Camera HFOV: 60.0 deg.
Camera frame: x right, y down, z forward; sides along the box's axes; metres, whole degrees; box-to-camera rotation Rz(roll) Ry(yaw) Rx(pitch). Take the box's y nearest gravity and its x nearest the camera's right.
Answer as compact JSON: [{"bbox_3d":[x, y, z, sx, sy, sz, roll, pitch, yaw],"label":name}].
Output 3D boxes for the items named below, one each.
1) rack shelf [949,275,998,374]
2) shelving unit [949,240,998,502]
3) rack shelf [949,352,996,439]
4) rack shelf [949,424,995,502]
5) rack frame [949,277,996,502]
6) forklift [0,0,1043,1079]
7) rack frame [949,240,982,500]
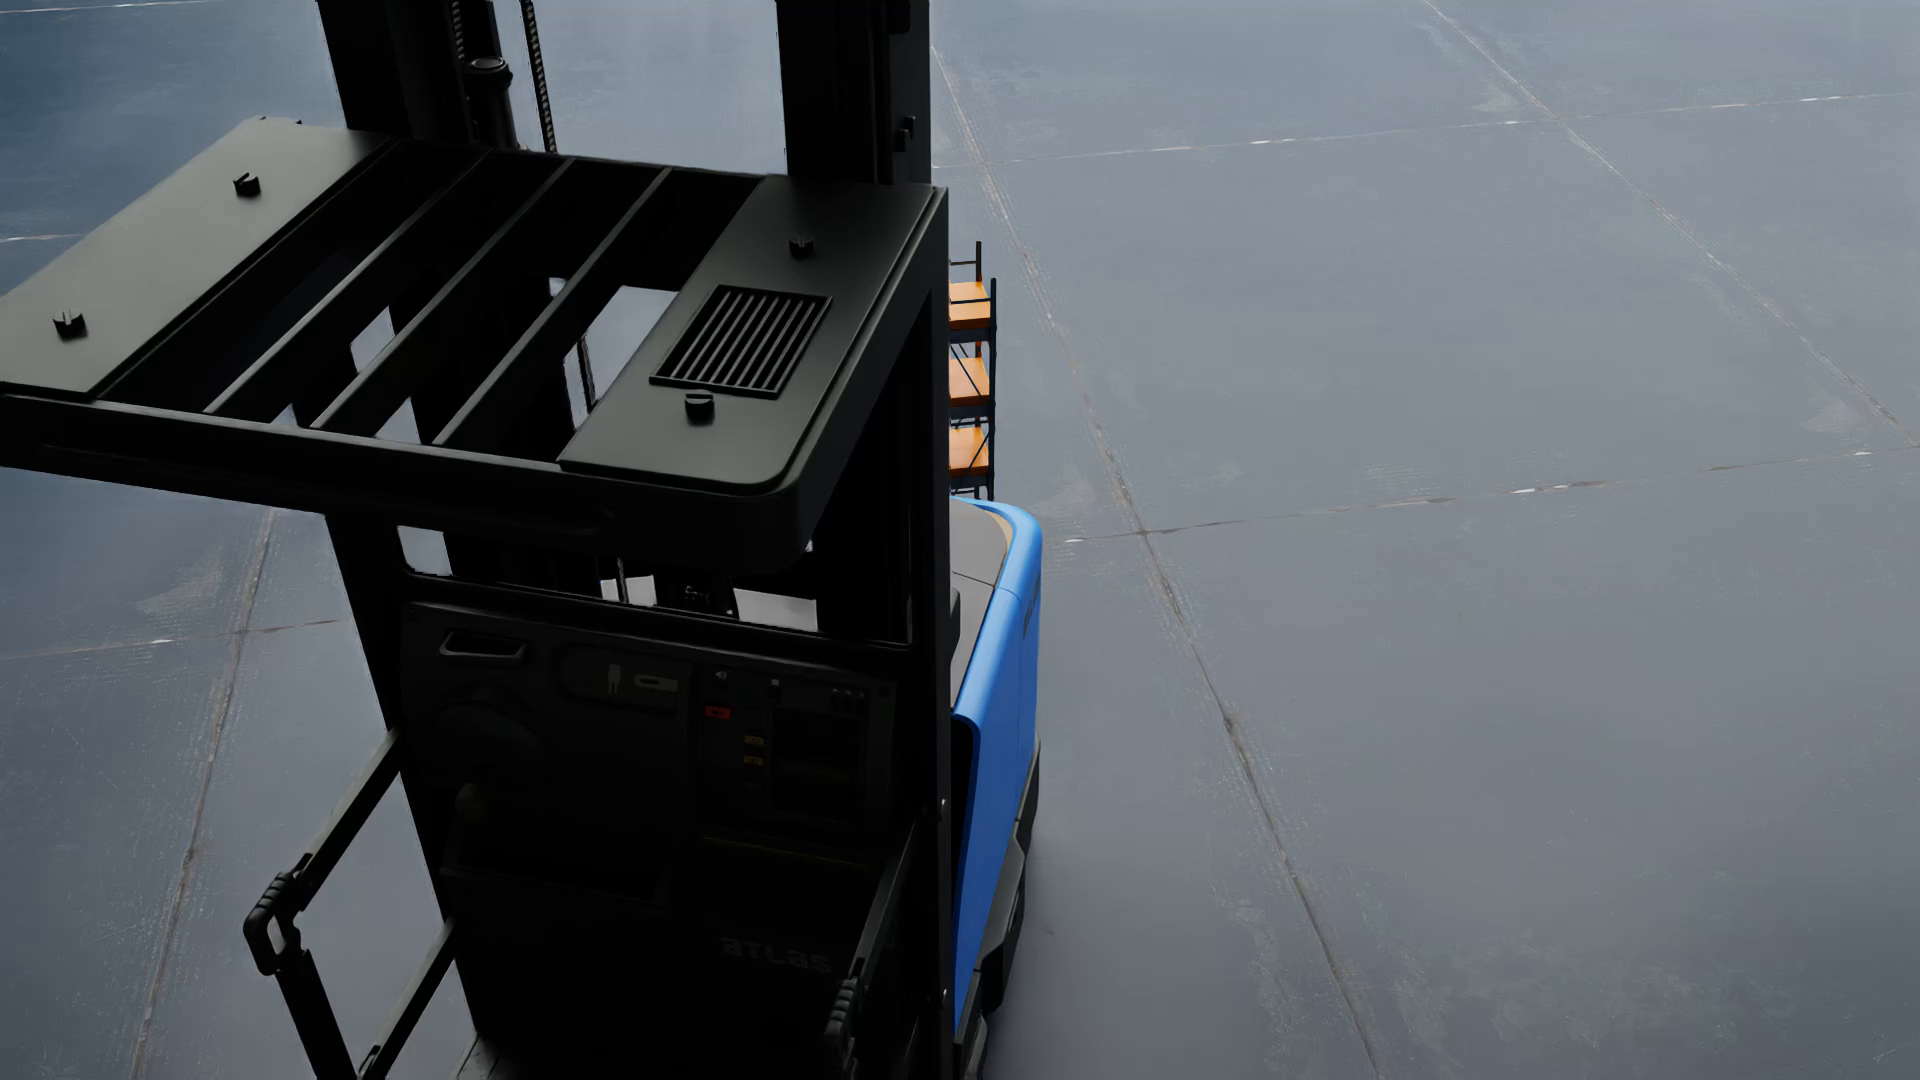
[{"bbox_3d":[-0.009,-0.663,5.302,0.215,0.259,0.240,-6,38,-8],"label":"rack shelf"},{"bbox_3d":[-0.009,-0.447,5.470,0.215,1.050,0.252,-6,38,-8],"label":"shelving unit"},{"bbox_3d":[-0.009,-0.439,5.476,0.215,0.259,0.240,-6,38,-8],"label":"rack shelf"},{"bbox_3d":[-0.009,-0.219,5.647,0.215,0.259,0.240,-6,38,-8],"label":"rack shelf"},{"bbox_3d":[0.012,-0.373,5.375,0.200,1.050,0.008,-6,38,-8],"label":"rack frame"},{"bbox_3d":[-0.612,0.423,2.817,1.130,2.935,3.031,8,39,10],"label":"forklift"},{"bbox_3d":[-0.031,-0.521,5.564,0.200,1.050,0.008,-6,38,-8],"label":"rack frame"}]
